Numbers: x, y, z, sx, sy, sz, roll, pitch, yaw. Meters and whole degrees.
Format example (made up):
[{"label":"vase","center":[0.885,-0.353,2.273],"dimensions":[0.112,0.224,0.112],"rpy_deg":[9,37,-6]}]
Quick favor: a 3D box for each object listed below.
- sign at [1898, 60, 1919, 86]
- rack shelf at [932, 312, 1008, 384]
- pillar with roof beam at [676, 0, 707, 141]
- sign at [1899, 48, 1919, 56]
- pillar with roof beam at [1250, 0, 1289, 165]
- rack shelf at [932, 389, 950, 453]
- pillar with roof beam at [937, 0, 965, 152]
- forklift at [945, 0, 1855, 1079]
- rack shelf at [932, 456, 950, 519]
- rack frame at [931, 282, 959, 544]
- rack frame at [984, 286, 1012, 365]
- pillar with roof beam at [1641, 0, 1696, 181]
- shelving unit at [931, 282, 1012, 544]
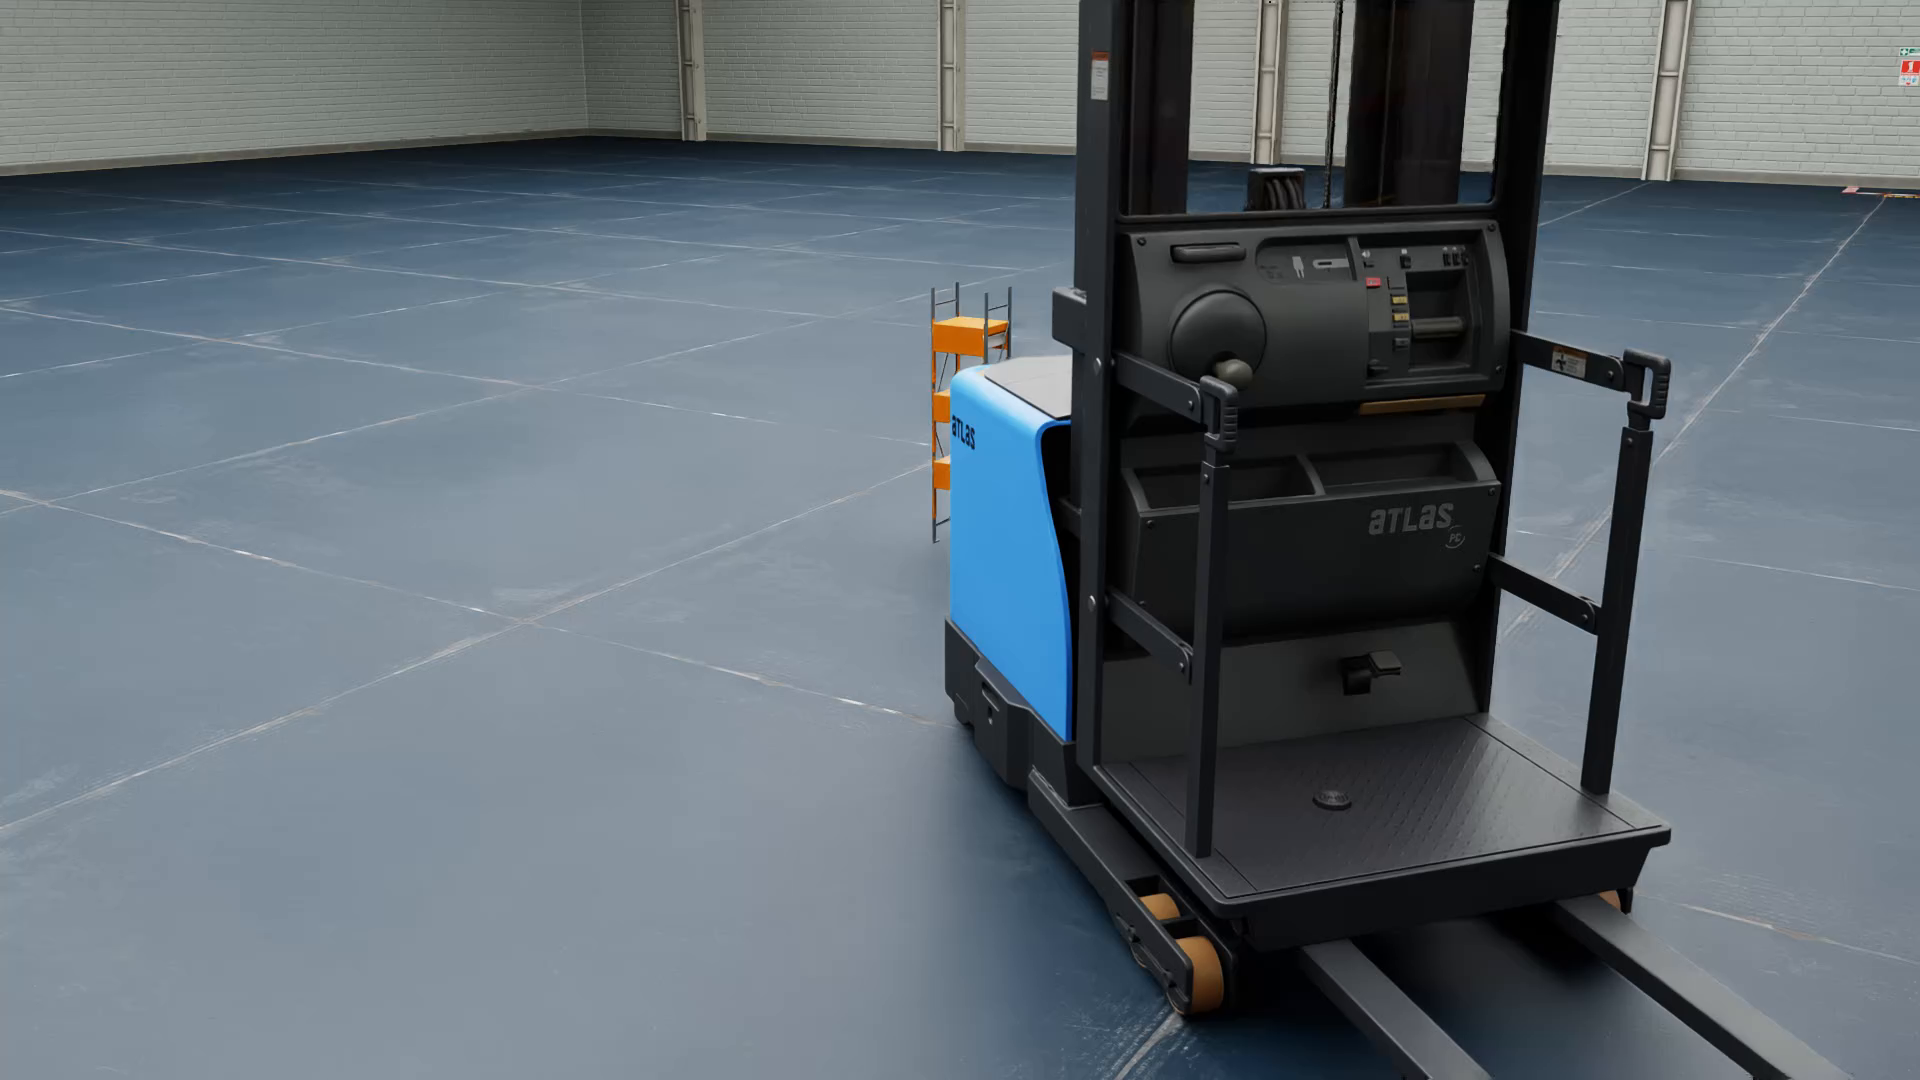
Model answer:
[{"label":"sign","center":[12.680,-6.237,22.193],"dimensions":[0.234,0.329,0.001],"rpy_deg":[10,20,30]},{"label":"rack shelf","center":[0.046,-0.756,6.622],"dimensions":[0.240,0.259,0.215],"rpy_deg":[10,20,30]},{"label":"pillar with roof beam","center":[-7.521,-11.180,28.204],"dimensions":[0.400,9.000,9.100],"rpy_deg":[10,20,30]},{"label":"sign","center":[12.679,-6.488,22.106],"dimensions":[0.331,0.109,0.001],"rpy_deg":[10,20,30]},{"label":"pillar with roof beam","center":[2.704,-9.355,22.195],"dimensions":[0.400,9.000,9.100],"rpy_deg":[10,20,30]},{"label":"rack shelf","center":[0.046,-0.484,6.705],"dimensions":[0.240,0.259,0.215],"rpy_deg":[10,20,30]},{"label":"pillar with roof beam","center":[-2.408,-10.268,25.200],"dimensions":[0.400,9.000,9.100],"rpy_deg":[10,20,30]},{"label":"forklift","center":[0.888,-0.520,3.550],"dimensions":[1.130,2.935,3.031],"rpy_deg":[-5,18,-17]},{"label":"rack shelf","center":[0.046,-0.218,6.786],"dimensions":[0.240,0.259,0.215],"rpy_deg":[10,20,30]},{"label":"rack frame","center":[-0.058,-0.513,6.763],"dimensions":[0.008,1.050,0.200],"rpy_deg":[10,20,30]},{"label":"rack frame","center":[0.150,-0.476,6.641],"dimensions":[0.008,1.050,0.200],"rpy_deg":[10,20,30]},{"label":"pillar with roof beam","center":[7.817,-8.442,19.191],"dimensions":[0.400,9.000,9.100],"rpy_deg":[10,20,30]},{"label":"shelving unit","center":[0.046,-0.494,6.702],"dimensions":[0.252,1.050,0.215],"rpy_deg":[10,20,30]}]
